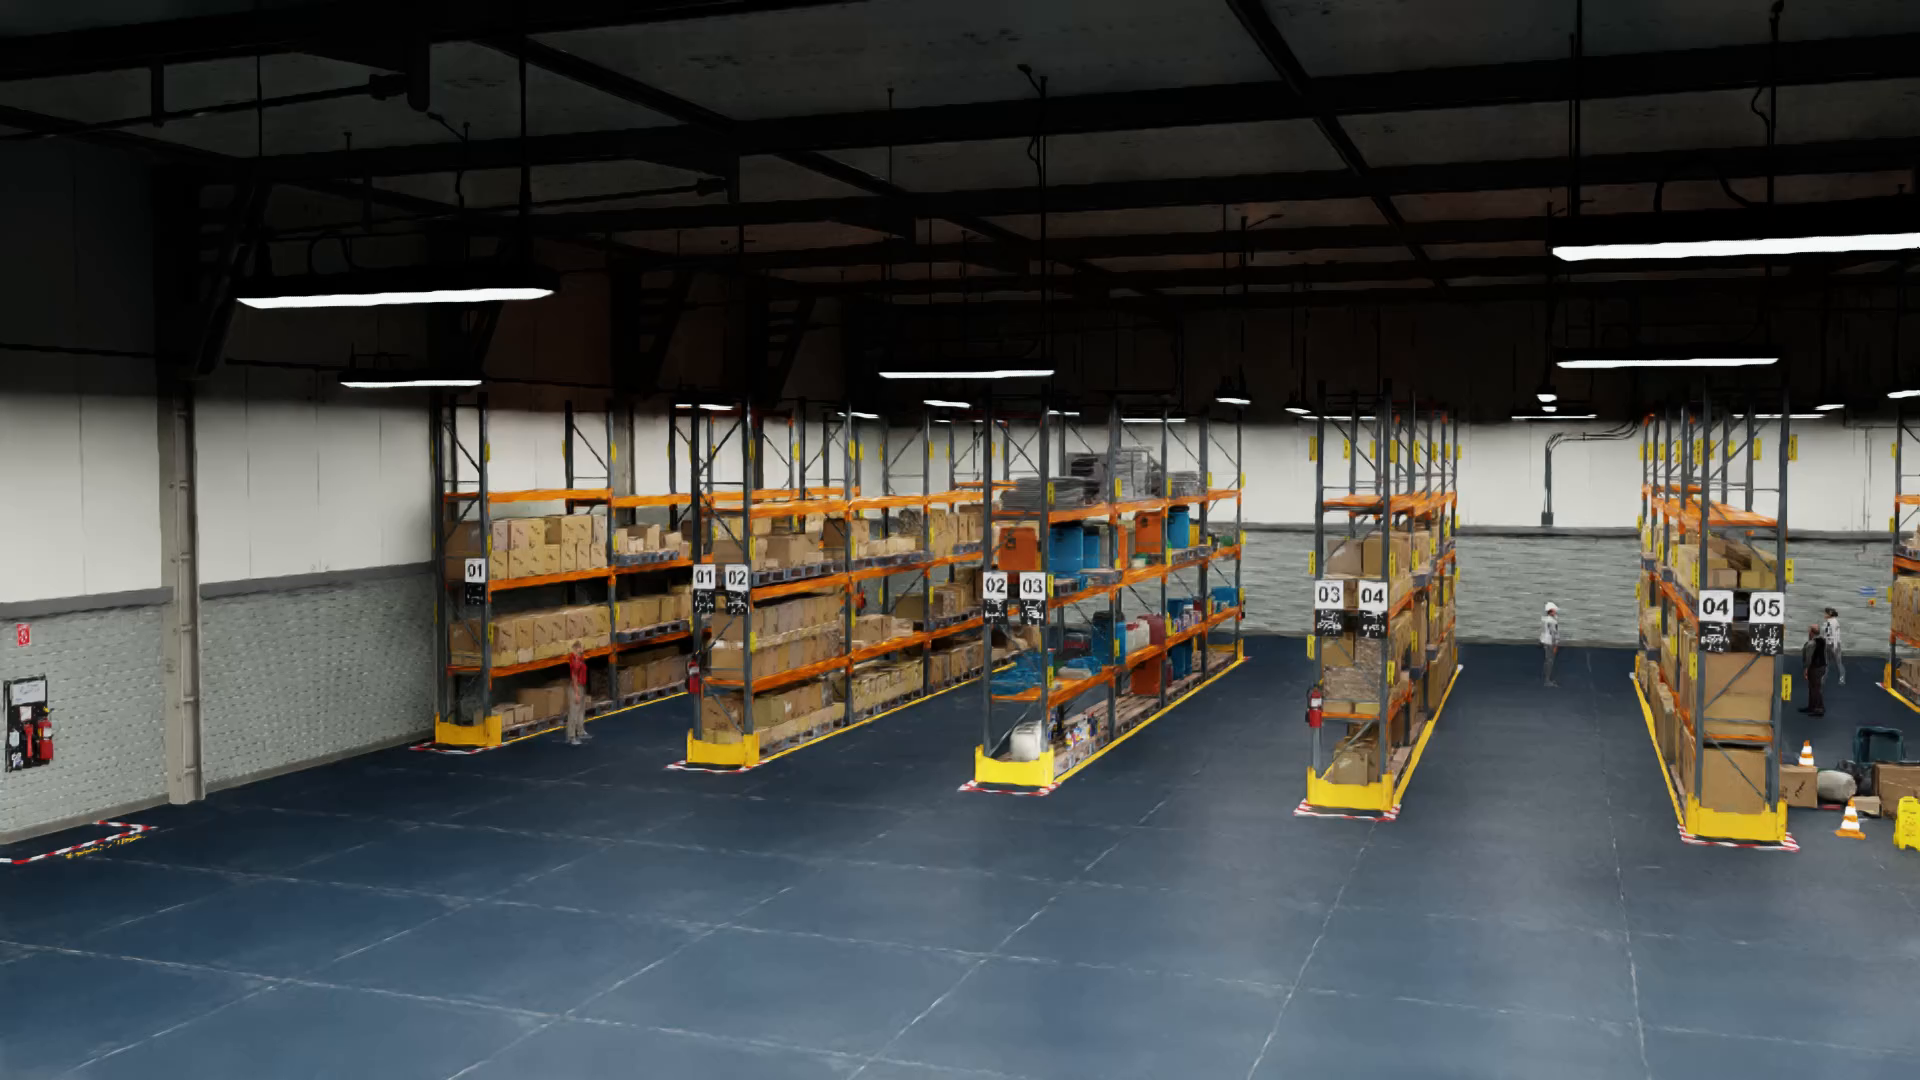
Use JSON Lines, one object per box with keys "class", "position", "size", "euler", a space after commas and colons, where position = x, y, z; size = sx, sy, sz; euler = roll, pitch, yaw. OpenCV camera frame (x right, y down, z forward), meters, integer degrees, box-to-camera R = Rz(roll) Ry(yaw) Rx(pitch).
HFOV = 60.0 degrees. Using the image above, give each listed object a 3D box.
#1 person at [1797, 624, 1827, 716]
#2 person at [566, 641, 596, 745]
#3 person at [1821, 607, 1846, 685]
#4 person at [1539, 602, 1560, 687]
{"class": "person", "position": [16.157, 2.421, 31.517], "size": [0.634, 1.660, 0.575], "euler": [-3, 4, -43]}
{"class": "person", "position": [-6.525, 2.602, 28.553], "size": [0.476, 1.738, 0.627], "euler": [0, 3, -8]}
{"class": "person", "position": [18.684, 2.265, 35.721], "size": [0.600, 1.657, 0.590], "euler": [0, 3, 1]}
{"class": "person", "position": [12.582, 2.210, 35.428], "size": [0.393, 1.778, 0.627], "euler": [0, 3, 0]}
